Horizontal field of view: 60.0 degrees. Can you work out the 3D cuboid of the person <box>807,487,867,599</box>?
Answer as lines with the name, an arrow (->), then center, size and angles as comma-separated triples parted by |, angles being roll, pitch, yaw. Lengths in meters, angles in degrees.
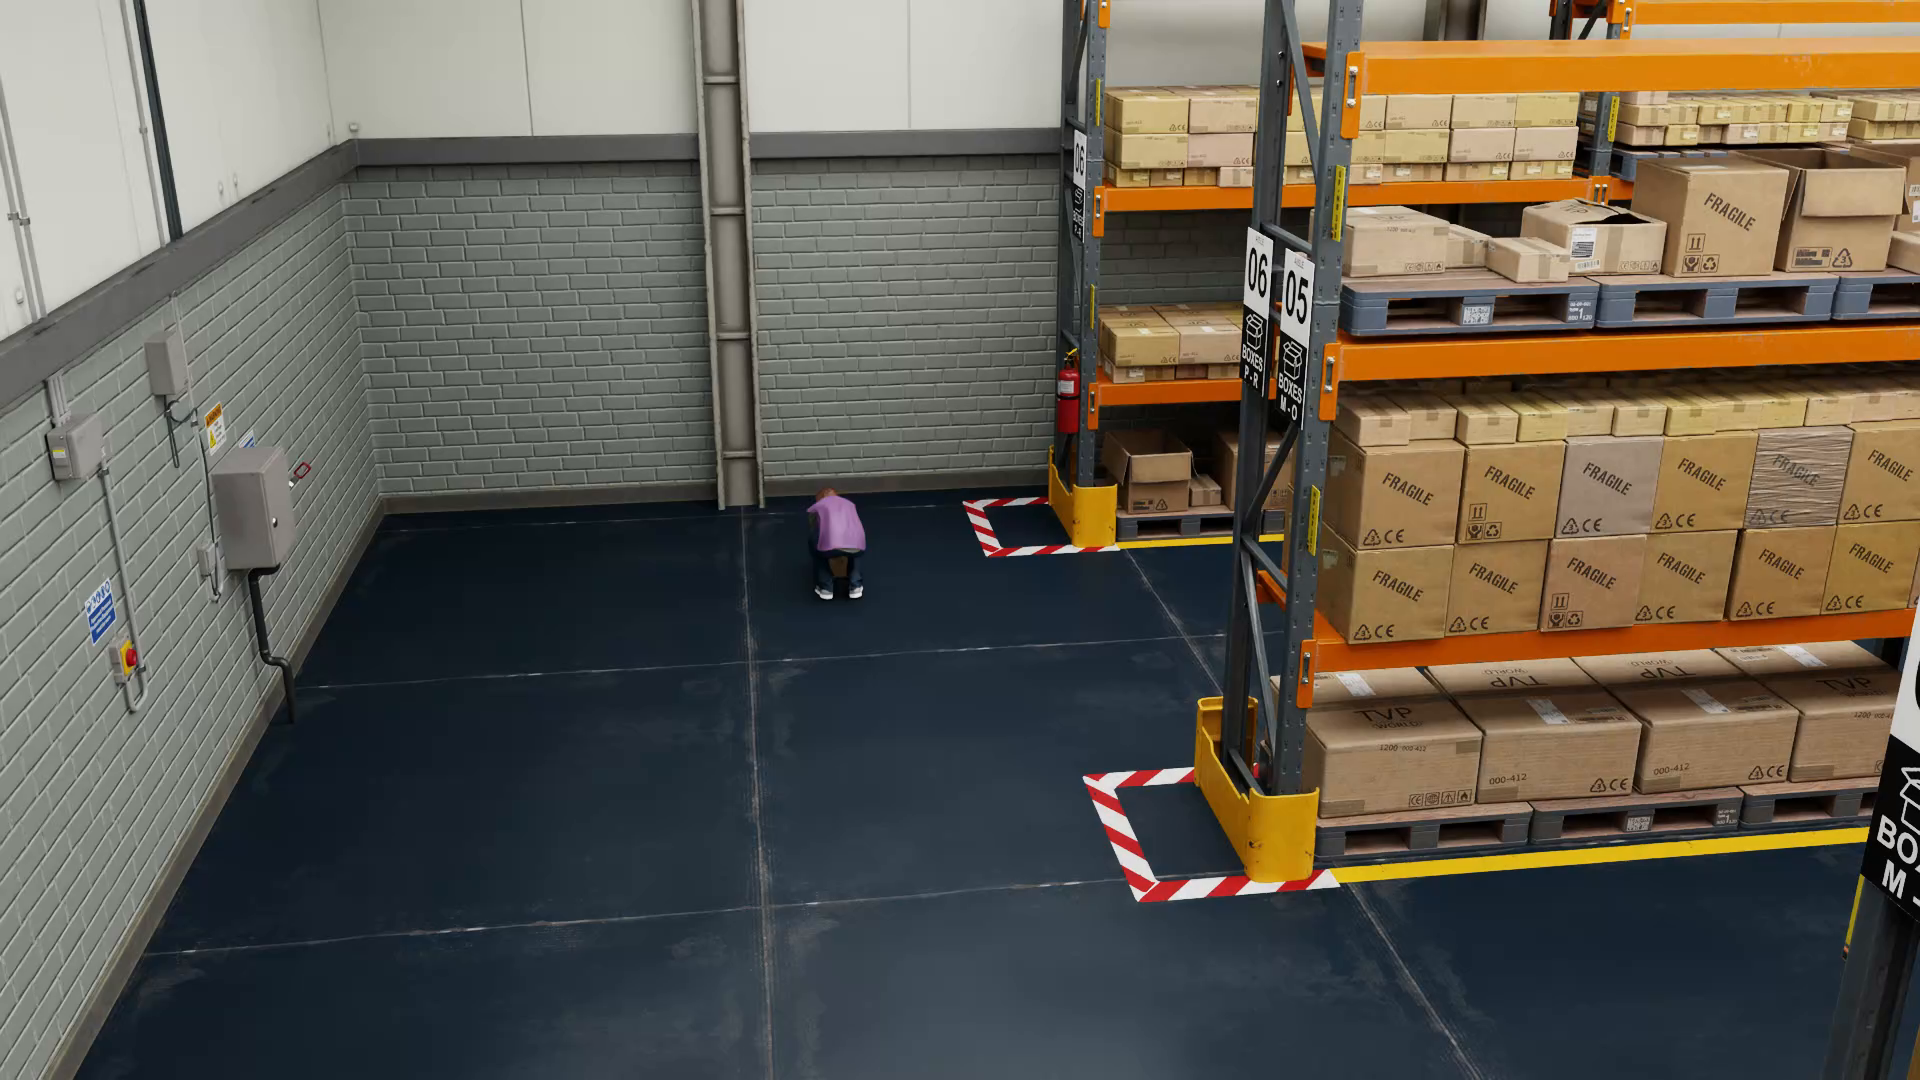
person -> -0.914, 0.043, 12.323 | 0.421, 0.694, 0.861 | -3, 21, -9
